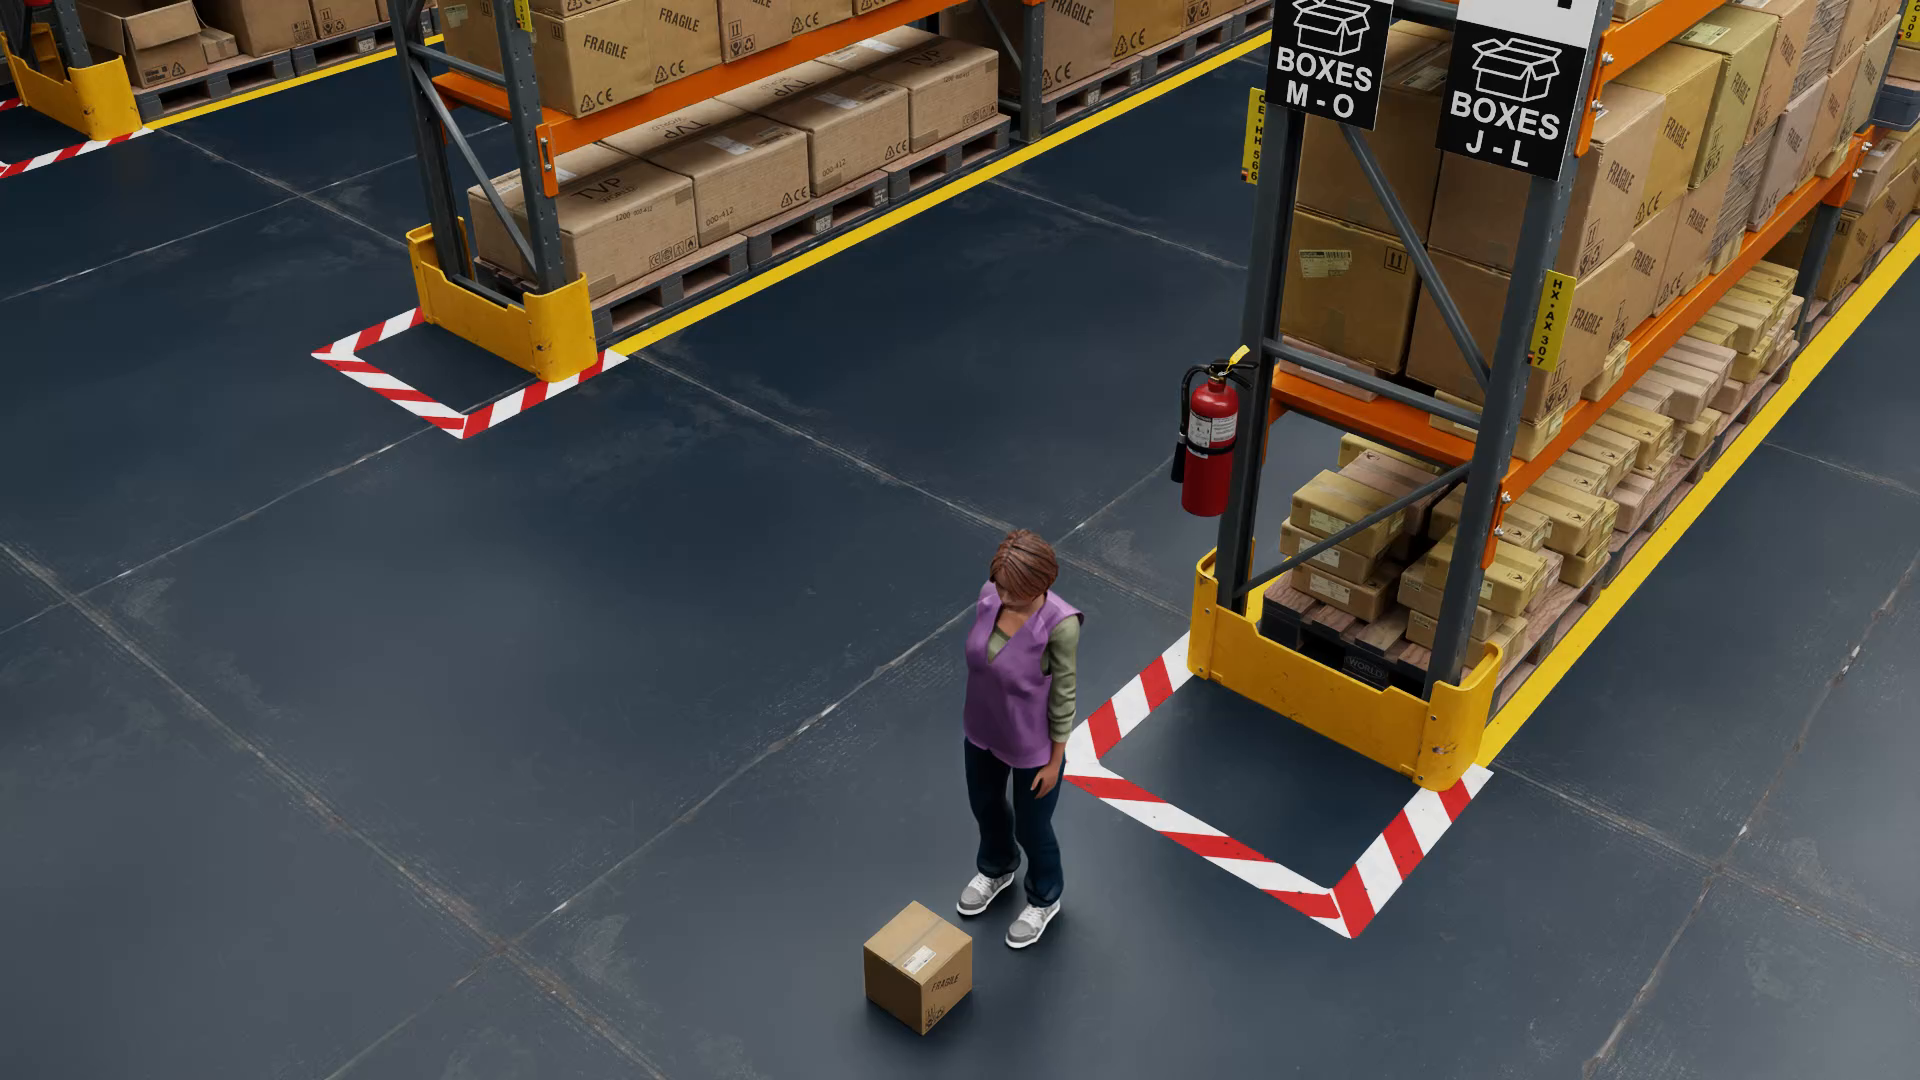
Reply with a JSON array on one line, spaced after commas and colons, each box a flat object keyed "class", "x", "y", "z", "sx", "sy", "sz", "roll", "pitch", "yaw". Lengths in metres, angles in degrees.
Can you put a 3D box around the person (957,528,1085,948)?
[{"class": "person", "x": 0.190, "y": 0.640, "z": 5.276, "sx": 0.407, "sy": 1.582, "sz": 0.300, "roll": 27, "pitch": 43, "yaw": 32}]
